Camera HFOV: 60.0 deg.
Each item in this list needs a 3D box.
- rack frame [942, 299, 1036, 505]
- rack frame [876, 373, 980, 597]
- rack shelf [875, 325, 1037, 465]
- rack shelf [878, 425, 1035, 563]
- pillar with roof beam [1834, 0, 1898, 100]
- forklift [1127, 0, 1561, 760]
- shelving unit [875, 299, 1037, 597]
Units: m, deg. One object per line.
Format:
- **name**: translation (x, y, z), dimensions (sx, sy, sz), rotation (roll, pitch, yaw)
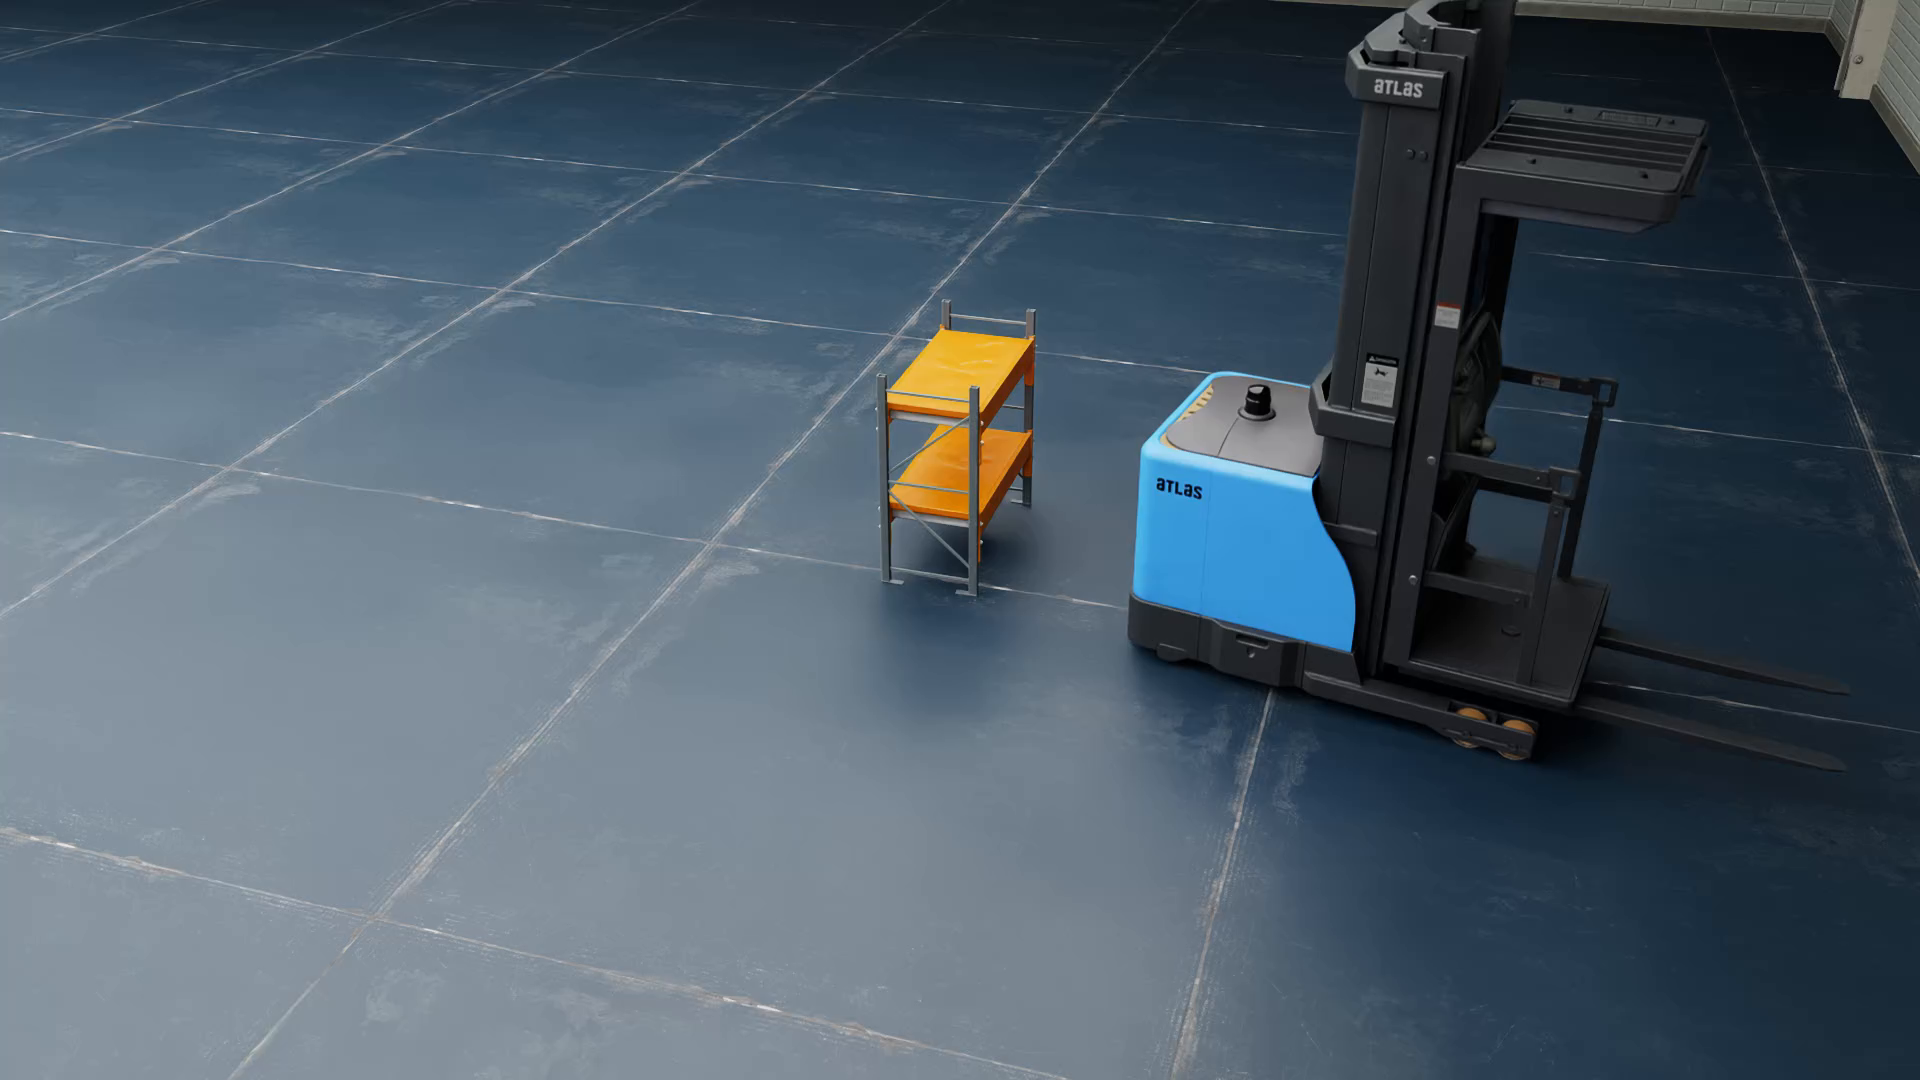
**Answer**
- **rack frame**: translation (0.147, -0.725, 8.896), dimensions (0.500, 1.125, 0.032), rotation (8, 30, 15)
- **rack frame**: translation (-0.151, -0.252, 8.046), dimensions (0.500, 1.125, 0.032), rotation (8, 30, 15)
- **rack shelf**: translation (-0.002, -0.744, 8.329), dimensions (0.538, 0.278, 1.000), rotation (8, 30, 15)
- **rack shelf**: translation (-0.002, -0.275, 8.590), dimensions (0.538, 0.278, 1.000), rotation (8, 30, 15)
- **pillar with roof beam**: translation (4.963, -9.081, 15.818), dimensions (9.100, 9.000, 0.400), rotation (8, 30, 15)
- **forklift**: translation (2.336, -0.641, 6.888), dimensions (3.031, 2.935, 1.130), rotation (14, 32, 23)
- **shelving unit**: translation (-0.002, -0.488, 8.471), dimensions (0.538, 1.125, 1.048), rotation (8, 30, 15)
